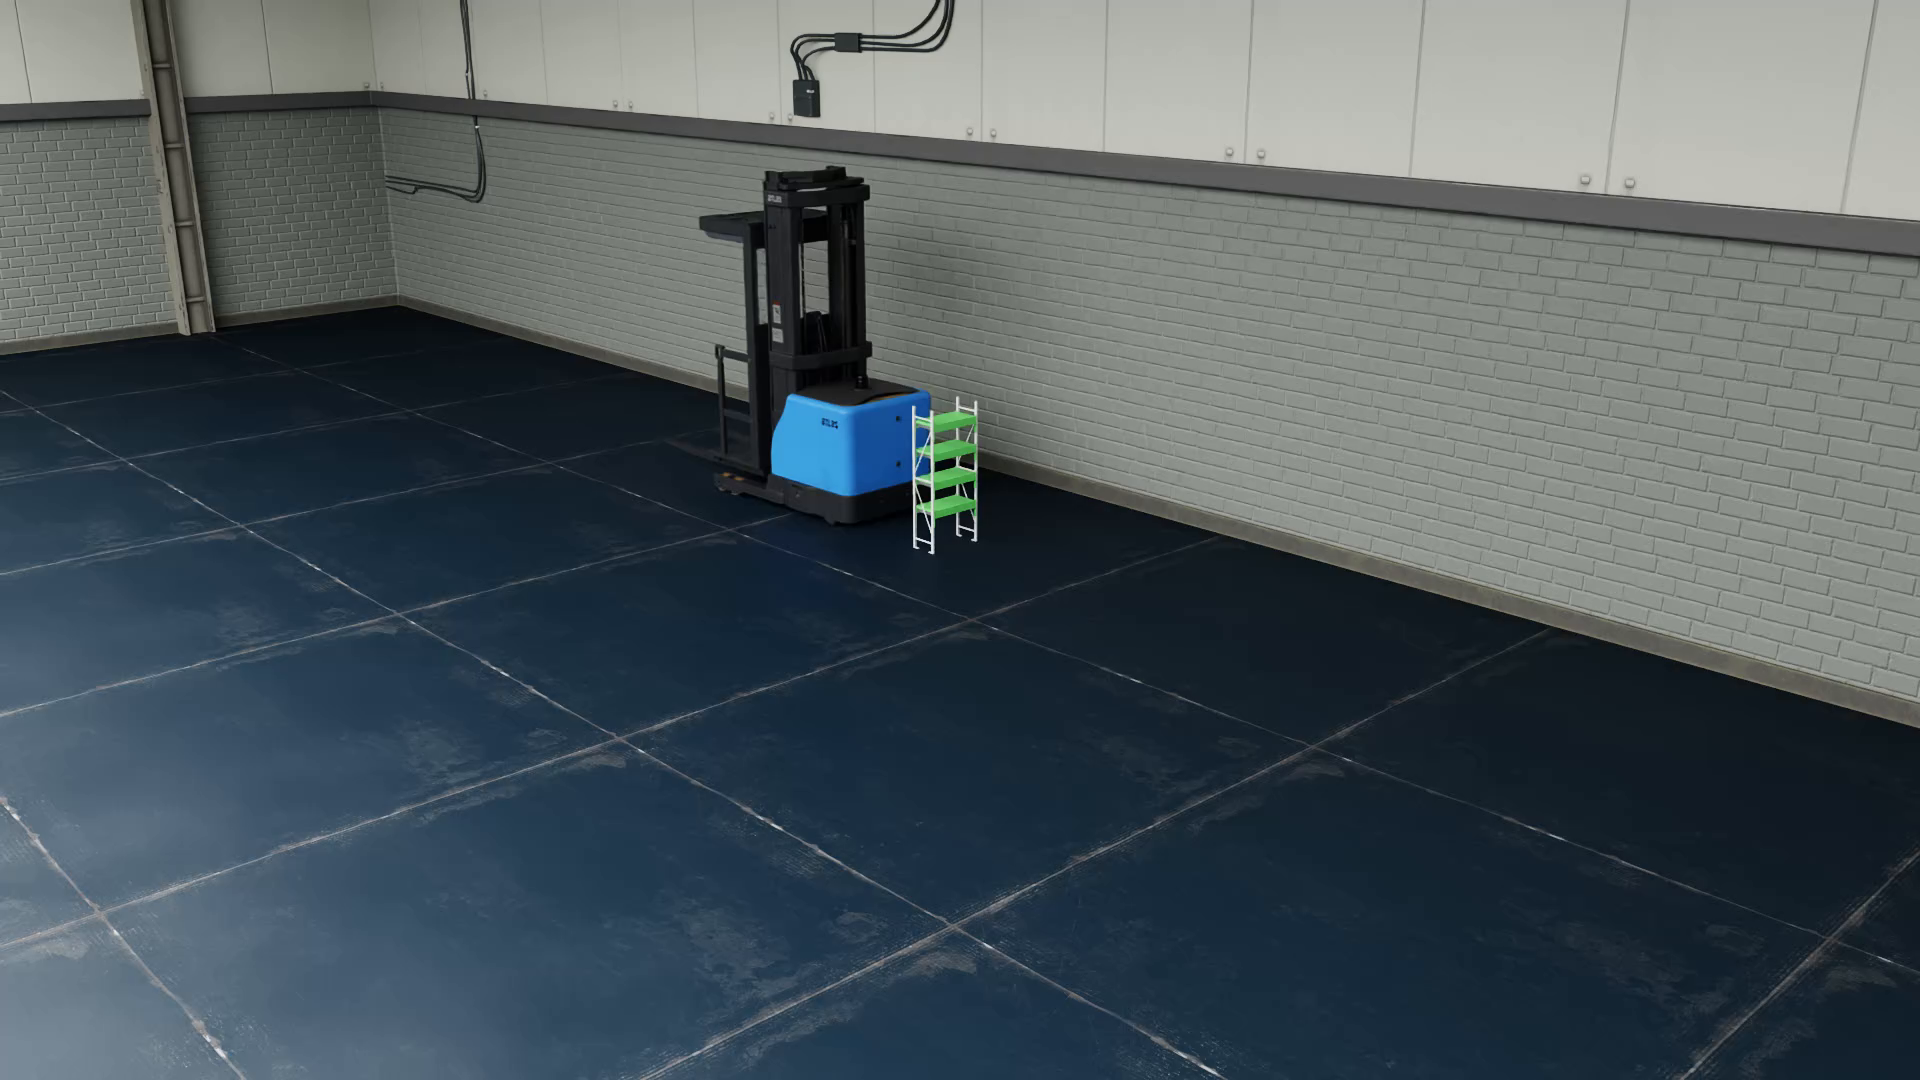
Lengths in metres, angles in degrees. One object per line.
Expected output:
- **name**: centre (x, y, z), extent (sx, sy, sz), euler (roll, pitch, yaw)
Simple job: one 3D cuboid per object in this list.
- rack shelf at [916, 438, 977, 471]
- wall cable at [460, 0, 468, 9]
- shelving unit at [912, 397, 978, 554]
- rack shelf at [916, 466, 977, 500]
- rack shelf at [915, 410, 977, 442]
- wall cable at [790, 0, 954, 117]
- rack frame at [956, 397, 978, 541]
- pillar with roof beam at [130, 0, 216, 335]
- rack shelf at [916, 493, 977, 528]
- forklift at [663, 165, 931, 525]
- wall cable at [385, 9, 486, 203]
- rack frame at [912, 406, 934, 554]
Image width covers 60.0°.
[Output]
- **rack shelf**: centre (-0.120, -0.703, 13.637), extent (0.480, 0.148, 0.258), euler (-16, 24, -41)
- **wall cable**: centre (-5.535, -7.776, 20.225), extent (0.112, 2.526, 3.097), euler (-16, 24, -41)
- **shelving unit**: centre (-0.120, -0.536, 13.691), extent (0.503, 1.200, 0.258), euler (-16, 24, -41)
- **rack shelf**: centre (-0.120, -0.475, 13.711), extent (0.480, 0.148, 0.258), euler (-16, 24, -41)
- **rack shelf**: centre (-0.120, -0.931, 13.563), extent (0.480, 0.148, 0.258), euler (-16, 24, -41)
- **wall cable**: centre (-0.883, -6.944, 15.298), extent (0.169, 6.003, 2.305), euler (-16, 24, -41)
- **rack frame**: centre (0.057, -0.587, 13.851), extent (0.015, 1.200, 0.240), euler (-16, 24, -41)
- **pillar with roof beam**: centre (-7.485, -6.165, 18.408), extent (0.400, 9.000, 9.100), euler (-16, 24, -41)
- **rack shelf**: centre (-0.120, -0.247, 13.785), extent (0.480, 0.148, 0.258), euler (-16, 24, -41)
- **forklift**: centre (-1.624, -1.899, 15.091), extent (1.130, 2.935, 3.031), euler (-17, 24, -41)
- **wall cable**: centre (-7.394, -5.980, 22.873), extent (0.112, 2.526, 3.097), euler (-16, 24, -41)
- **rack frame**: centre (-0.298, -0.484, 13.532), extent (0.015, 1.200, 0.240), euler (-16, 24, -41)
